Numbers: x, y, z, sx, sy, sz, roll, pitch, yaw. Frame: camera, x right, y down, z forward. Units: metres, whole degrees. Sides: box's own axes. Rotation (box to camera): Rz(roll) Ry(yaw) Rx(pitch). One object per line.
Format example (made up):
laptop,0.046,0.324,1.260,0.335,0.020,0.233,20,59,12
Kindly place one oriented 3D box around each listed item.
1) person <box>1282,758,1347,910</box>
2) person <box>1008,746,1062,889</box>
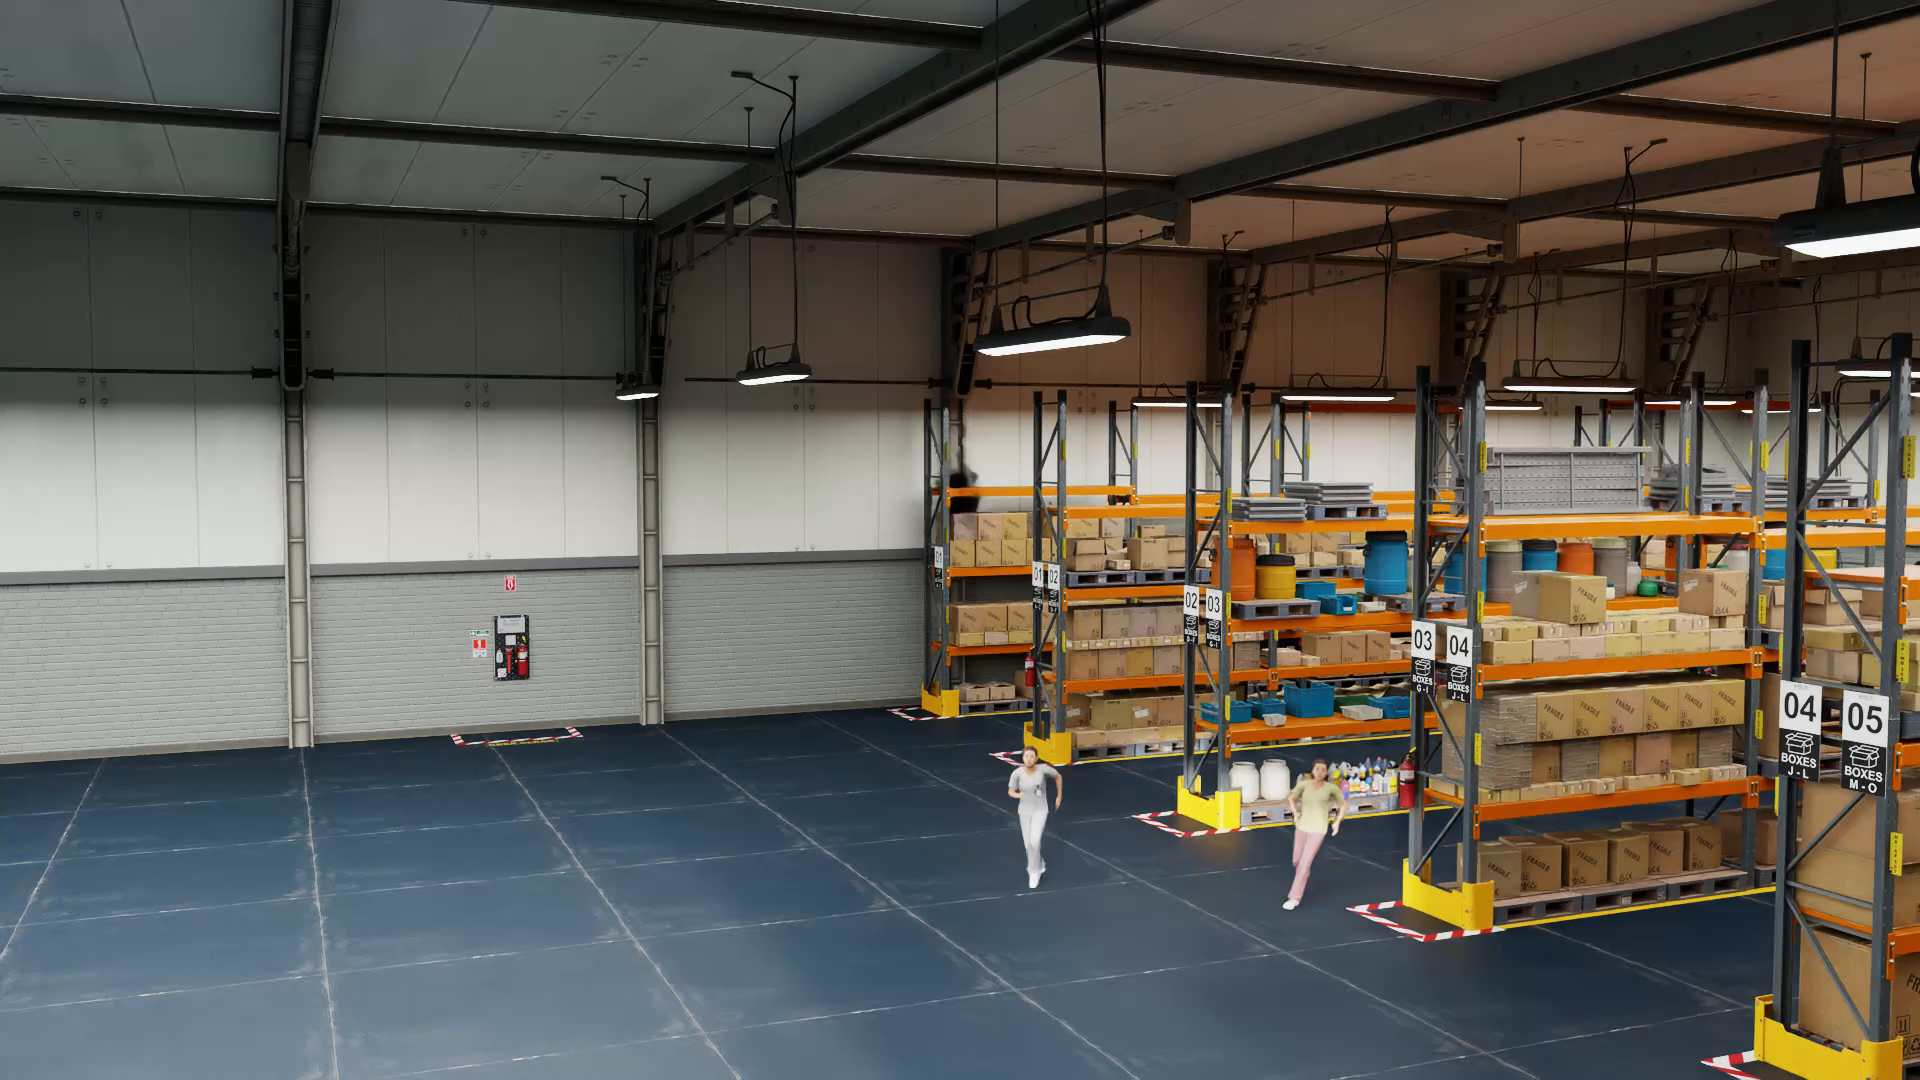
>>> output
person,3.948,3.241,18.539,0.636,1.628,0.931,2,4,28
person,0.864,3.191,19.301,0.590,1.655,0.797,1,3,12
